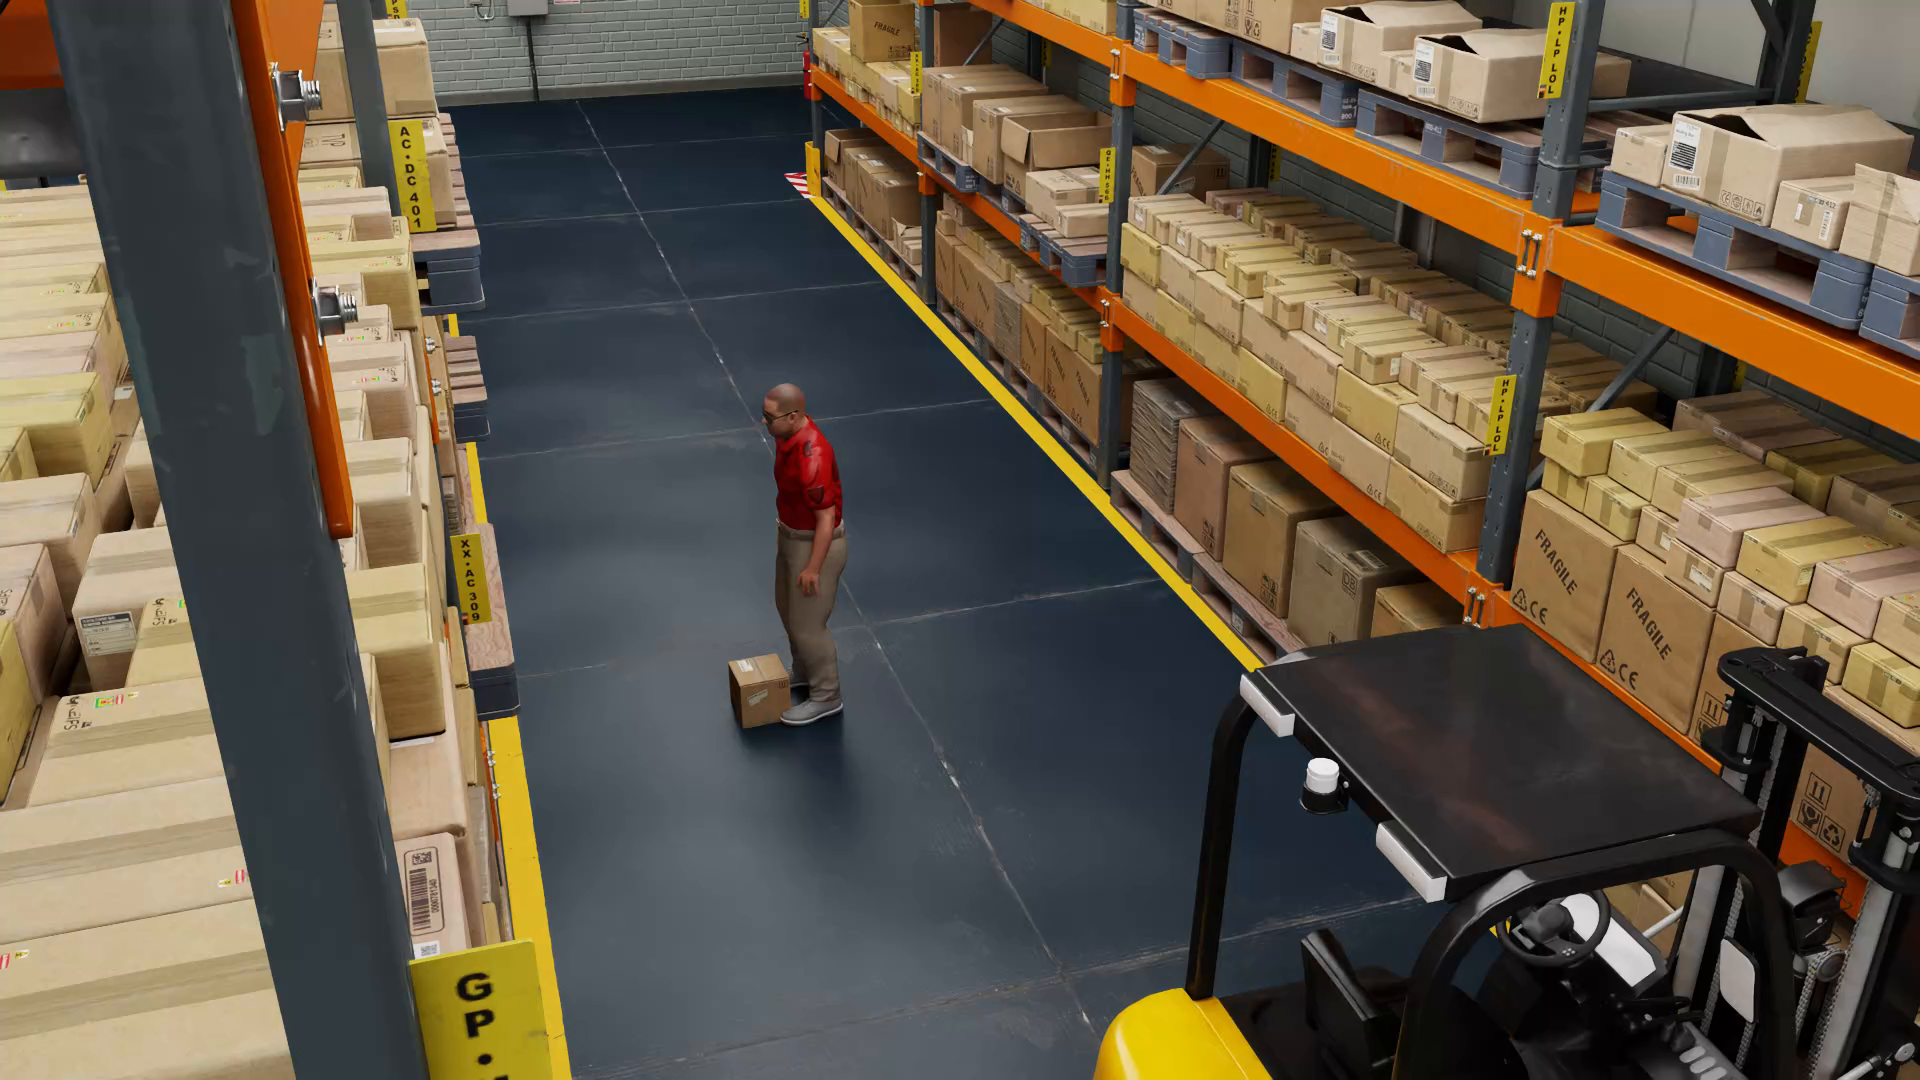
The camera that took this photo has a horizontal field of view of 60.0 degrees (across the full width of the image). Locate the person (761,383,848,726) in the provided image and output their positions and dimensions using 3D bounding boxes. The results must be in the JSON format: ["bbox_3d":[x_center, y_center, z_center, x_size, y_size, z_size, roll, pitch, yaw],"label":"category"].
[{"bbox_3d":[-0.758,0.044,8.040,0.391,1.726,0.584,-9,28,-17],"label":"person"}]
